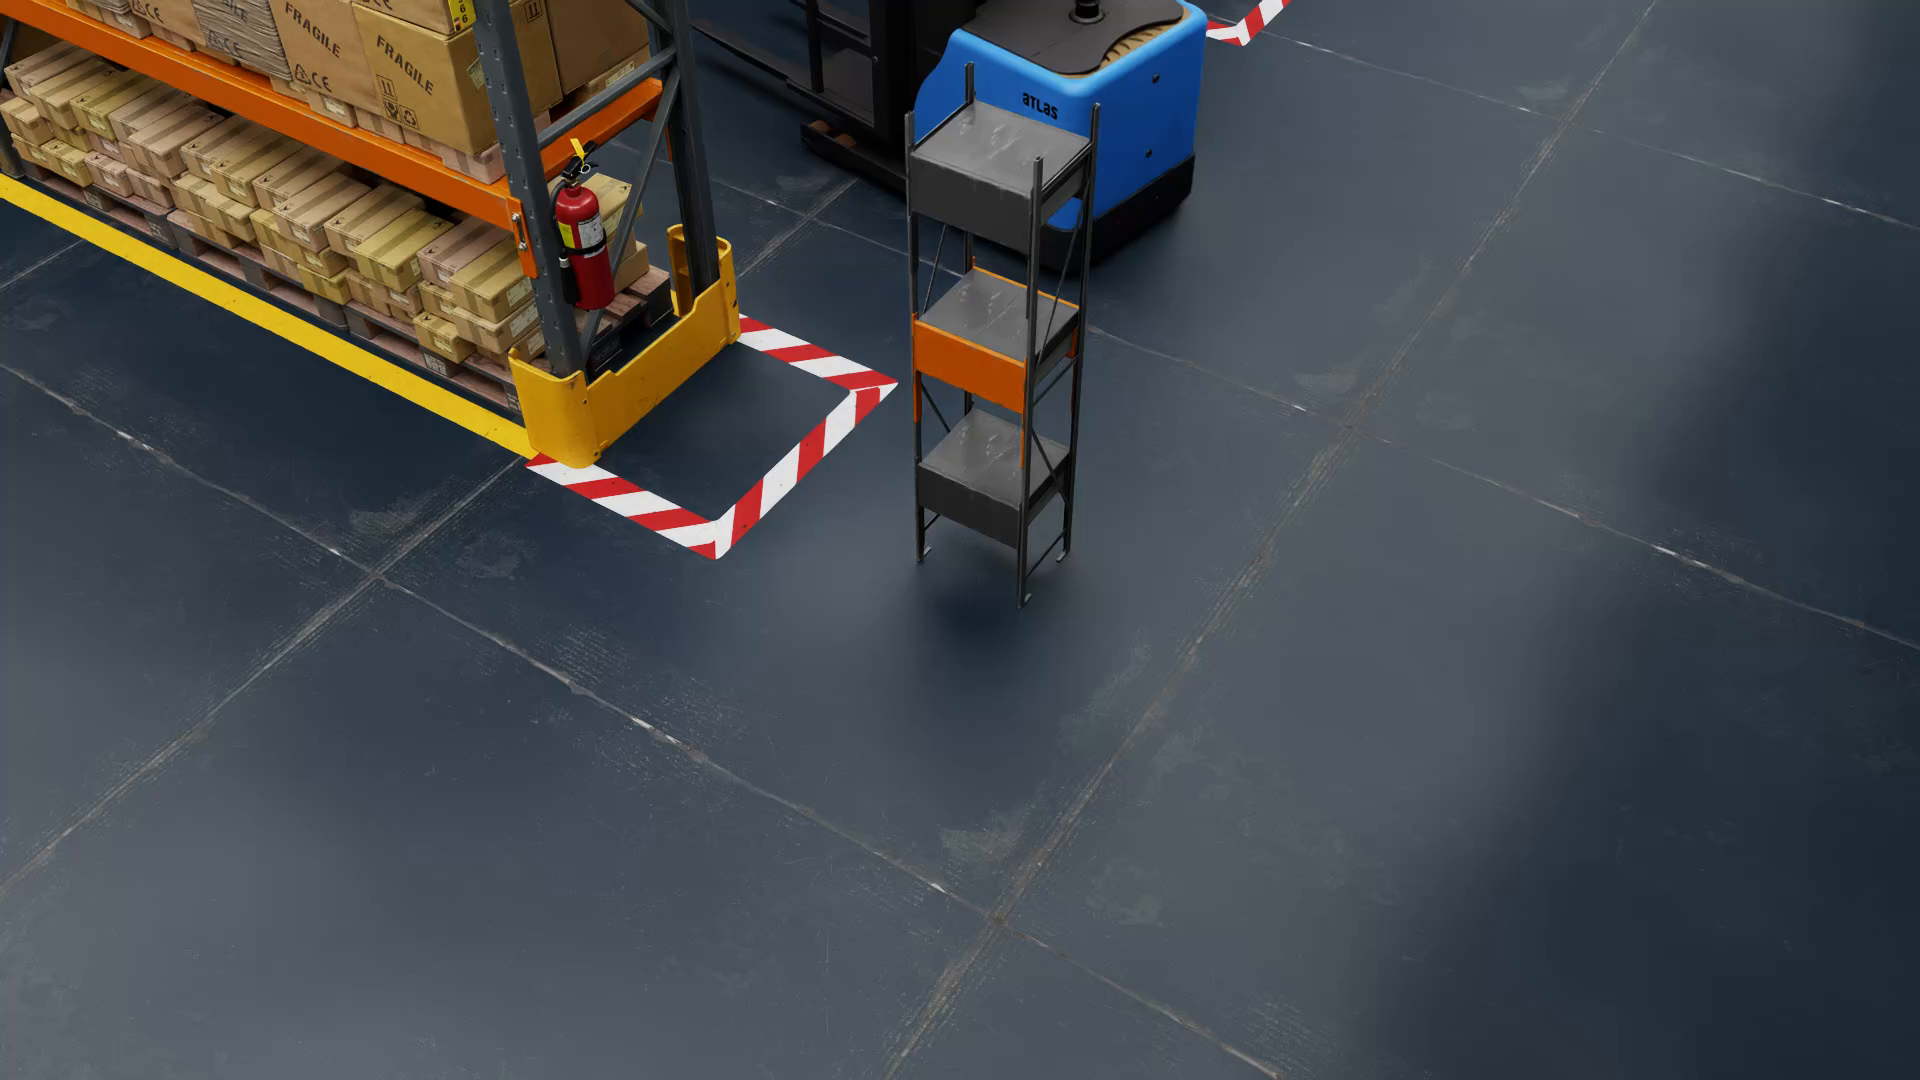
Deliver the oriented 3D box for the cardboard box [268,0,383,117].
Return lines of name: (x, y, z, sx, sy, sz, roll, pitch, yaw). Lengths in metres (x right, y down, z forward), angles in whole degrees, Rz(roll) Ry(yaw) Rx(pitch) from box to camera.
cardboard box: (-2.362, -2.088, 6.632, 0.500, 0.500, 0.500, 24, 50, 22)

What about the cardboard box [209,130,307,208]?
cardboard box: (-3.301, -1.758, 7.869, 0.250, 0.149, 0.380, 25, 51, 22)

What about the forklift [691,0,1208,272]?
forklift: (-0.218, -3.269, 8.104, 3.031, 2.935, 1.130, 34, 55, 28)

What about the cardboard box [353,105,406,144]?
cardboard box: (-2.249, -1.803, 6.807, 0.250, 0.149, 0.380, 24, 51, 22)

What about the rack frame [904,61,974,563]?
rack frame: (-0.066, -0.762, 6.248, 0.015, 2.100, 0.400, 25, 51, 22)

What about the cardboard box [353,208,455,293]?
cardboard box: (-2.464, -1.296, 7.420, 0.250, 0.149, 0.380, 24, 50, 21)

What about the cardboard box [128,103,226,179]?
cardboard box: (-3.762, -1.933, 8.039, 0.250, 0.149, 0.380, 26, 51, 23)

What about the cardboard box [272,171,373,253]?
cardboard box: (-2.904, -1.505, 7.623, 0.250, 0.149, 0.380, 27, 51, 23)

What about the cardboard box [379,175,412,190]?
cardboard box: (-2.593, -1.864, 7.972, 0.250, 0.149, 0.380, 27, 51, 24)

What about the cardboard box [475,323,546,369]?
cardboard box: (-1.970, -0.959, 7.507, 0.250, 0.149, 0.380, 26, 51, 23)

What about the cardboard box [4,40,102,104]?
cardboard box: (-4.603, -2.378, 8.472, 0.250, 0.149, 0.380, 27, 51, 24)

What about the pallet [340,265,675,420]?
pallet: (-2.143, -1.122, 7.914, 1.213, 0.211, 1.003, 25, 51, 22)

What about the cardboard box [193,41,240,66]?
cardboard box: (-3.110, -2.241, 7.233, 0.250, 0.149, 0.380, 26, 51, 23)

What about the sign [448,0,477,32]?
sign: (-1.731, -1.914, 5.713, 0.005, 0.325, 0.100, 25, 51, 22)

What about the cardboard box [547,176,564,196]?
cardboard box: (-1.969, -1.530, 7.647, 0.250, 0.149, 0.380, 26, 51, 23)

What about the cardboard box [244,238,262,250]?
cardboard box: (-3.272, -1.561, 8.092, 0.250, 0.149, 0.380, 26, 51, 23)

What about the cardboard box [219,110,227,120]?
cardboard box: (-3.717, -2.257, 8.561, 0.250, 0.149, 0.380, 25, 51, 22)

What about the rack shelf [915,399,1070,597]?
rack shelf: (0.139, -0.170, 6.668, 0.480, 0.518, 0.431, 25, 51, 22)

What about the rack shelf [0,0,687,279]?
rack shelf: (-3.098, -2.252, 7.570, 4.000, 0.370, 1.077, 25, 51, 22)

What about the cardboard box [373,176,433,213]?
cardboard box: (-2.602, -1.734, 8.053, 0.250, 0.149, 0.380, 22, 50, 20)

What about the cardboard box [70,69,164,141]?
cardboard box: (-4.164, -2.168, 8.267, 0.250, 0.149, 0.380, 24, 50, 22)

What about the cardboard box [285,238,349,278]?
cardboard box: (-2.894, -1.409, 7.737, 0.250, 0.149, 0.380, 25, 51, 23)

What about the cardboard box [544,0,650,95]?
cardboard box: (-1.643, -2.207, 6.748, 0.500, 0.500, 0.500, 27, 52, 24)

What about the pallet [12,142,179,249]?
pallet: (-4.197, -2.066, 8.832, 1.213, 0.211, 1.003, 25, 51, 22)

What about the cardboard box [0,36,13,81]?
cardboard box: (-5.540, -2.686, 8.941, 0.500, 0.500, 0.500, 24, 50, 21)

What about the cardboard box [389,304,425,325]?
cardboard box: (-2.417, -1.151, 7.694, 0.250, 0.149, 0.380, 24, 51, 22)

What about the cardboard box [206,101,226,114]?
cardboard box: (-3.715, -2.342, 8.436, 0.250, 0.149, 0.380, 26, 51, 23)

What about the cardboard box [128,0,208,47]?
cardboard box: (-3.208, -2.477, 7.011, 0.500, 0.500, 0.500, 27, 52, 24)

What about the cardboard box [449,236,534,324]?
cardboard box: (-1.997, -1.140, 7.268, 0.250, 0.149, 0.380, 25, 51, 23)

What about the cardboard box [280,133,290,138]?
cardboard box: (-3.277, -2.054, 8.364, 0.250, 0.149, 0.380, 22, 50, 20)

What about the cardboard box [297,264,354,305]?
cardboard box: (-2.880, -1.300, 7.839, 0.250, 0.149, 0.380, 23, 50, 20)

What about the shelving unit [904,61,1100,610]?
shelving unit: (0.139, -0.668, 6.157, 0.503, 2.100, 0.431, 25, 51, 22)

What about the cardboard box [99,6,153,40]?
cardboard box: (-3.585, -2.401, 7.389, 0.250, 0.149, 0.380, 27, 52, 24)

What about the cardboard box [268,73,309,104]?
cardboard box: (-2.683, -2.008, 7.006, 0.250, 0.149, 0.380, 23, 50, 20)

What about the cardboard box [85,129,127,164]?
cardboard box: (-4.163, -2.083, 8.392, 0.250, 0.149, 0.380, 24, 51, 22)

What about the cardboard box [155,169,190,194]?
cardboard box: (-3.718, -1.856, 8.172, 0.250, 0.149, 0.380, 27, 52, 24)

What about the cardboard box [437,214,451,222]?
cardboard box: (-2.316, -1.586, 8.116, 0.250, 0.149, 0.380, 25, 51, 23)

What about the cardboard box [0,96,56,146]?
cardboard box: (-4.649, -2.200, 8.505, 0.250, 0.149, 0.380, 27, 52, 24)

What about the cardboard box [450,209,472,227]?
cardboard box: (-2.170, -1.524, 7.849, 0.250, 0.149, 0.380, 25, 51, 23)

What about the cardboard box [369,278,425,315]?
cardboard box: (-2.451, -1.217, 7.550, 0.250, 0.149, 0.380, 23, 50, 21)

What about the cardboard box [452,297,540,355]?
cardboard box: (-2.013, -1.017, 7.356, 0.250, 0.149, 0.380, 23, 50, 21)

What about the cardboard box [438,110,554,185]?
cardboard box: (-1.841, -1.596, 6.606, 0.250, 0.149, 0.380, 25, 51, 22)

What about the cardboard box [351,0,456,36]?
cardboard box: (-1.934, -2.242, 6.085, 0.500, 0.500, 0.500, 24, 50, 21)

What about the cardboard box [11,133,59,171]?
cardboard box: (-4.648, -2.095, 8.611, 0.250, 0.149, 0.380, 23, 50, 20)

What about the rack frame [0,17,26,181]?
rack frame: (-4.781, -3.277, 8.064, 0.127, 3.000, 1.000, 25, 51, 22)

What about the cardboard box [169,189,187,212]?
cardboard box: (-3.701, -1.776, 8.301, 0.250, 0.149, 0.380, 23, 50, 21)

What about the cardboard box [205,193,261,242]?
cardboard box: (-3.346, -1.610, 7.932, 0.250, 0.149, 0.380, 25, 51, 22)

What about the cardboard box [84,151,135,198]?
cardboard box: (-4.187, -1.927, 8.448, 0.250, 0.149, 0.380, 24, 51, 22)
